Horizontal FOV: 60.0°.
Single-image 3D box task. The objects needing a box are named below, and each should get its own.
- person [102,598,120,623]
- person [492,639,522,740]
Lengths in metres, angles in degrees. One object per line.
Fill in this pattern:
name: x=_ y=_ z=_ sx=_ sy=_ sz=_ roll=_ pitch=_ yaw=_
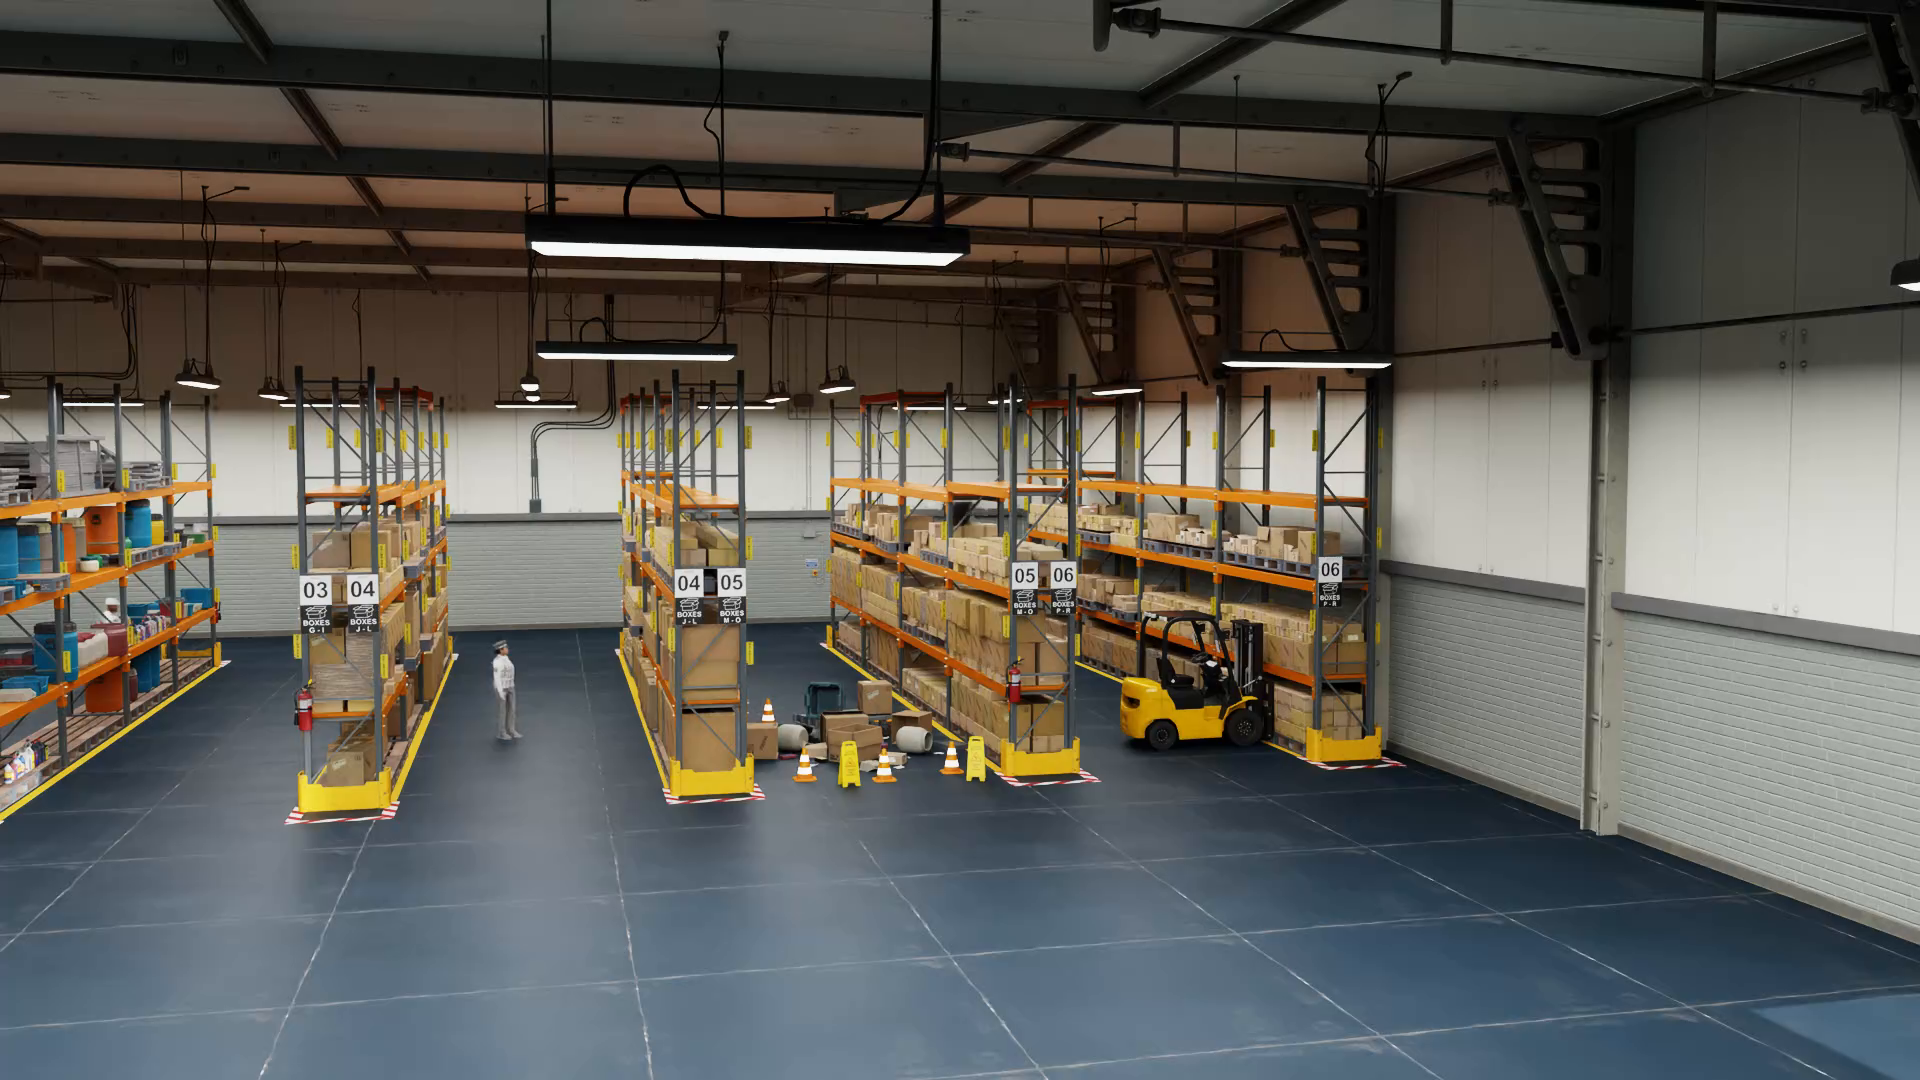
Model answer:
person: x=-17.408 y=2.067 z=34.204 sx=0.413 sy=1.769 sz=0.624 roll=-1 pitch=4 yaw=-22
person: x=-7.642 y=2.502 z=27.921 sx=0.367 sy=1.691 sz=0.526 roll=2 pitch=4 yaw=27
